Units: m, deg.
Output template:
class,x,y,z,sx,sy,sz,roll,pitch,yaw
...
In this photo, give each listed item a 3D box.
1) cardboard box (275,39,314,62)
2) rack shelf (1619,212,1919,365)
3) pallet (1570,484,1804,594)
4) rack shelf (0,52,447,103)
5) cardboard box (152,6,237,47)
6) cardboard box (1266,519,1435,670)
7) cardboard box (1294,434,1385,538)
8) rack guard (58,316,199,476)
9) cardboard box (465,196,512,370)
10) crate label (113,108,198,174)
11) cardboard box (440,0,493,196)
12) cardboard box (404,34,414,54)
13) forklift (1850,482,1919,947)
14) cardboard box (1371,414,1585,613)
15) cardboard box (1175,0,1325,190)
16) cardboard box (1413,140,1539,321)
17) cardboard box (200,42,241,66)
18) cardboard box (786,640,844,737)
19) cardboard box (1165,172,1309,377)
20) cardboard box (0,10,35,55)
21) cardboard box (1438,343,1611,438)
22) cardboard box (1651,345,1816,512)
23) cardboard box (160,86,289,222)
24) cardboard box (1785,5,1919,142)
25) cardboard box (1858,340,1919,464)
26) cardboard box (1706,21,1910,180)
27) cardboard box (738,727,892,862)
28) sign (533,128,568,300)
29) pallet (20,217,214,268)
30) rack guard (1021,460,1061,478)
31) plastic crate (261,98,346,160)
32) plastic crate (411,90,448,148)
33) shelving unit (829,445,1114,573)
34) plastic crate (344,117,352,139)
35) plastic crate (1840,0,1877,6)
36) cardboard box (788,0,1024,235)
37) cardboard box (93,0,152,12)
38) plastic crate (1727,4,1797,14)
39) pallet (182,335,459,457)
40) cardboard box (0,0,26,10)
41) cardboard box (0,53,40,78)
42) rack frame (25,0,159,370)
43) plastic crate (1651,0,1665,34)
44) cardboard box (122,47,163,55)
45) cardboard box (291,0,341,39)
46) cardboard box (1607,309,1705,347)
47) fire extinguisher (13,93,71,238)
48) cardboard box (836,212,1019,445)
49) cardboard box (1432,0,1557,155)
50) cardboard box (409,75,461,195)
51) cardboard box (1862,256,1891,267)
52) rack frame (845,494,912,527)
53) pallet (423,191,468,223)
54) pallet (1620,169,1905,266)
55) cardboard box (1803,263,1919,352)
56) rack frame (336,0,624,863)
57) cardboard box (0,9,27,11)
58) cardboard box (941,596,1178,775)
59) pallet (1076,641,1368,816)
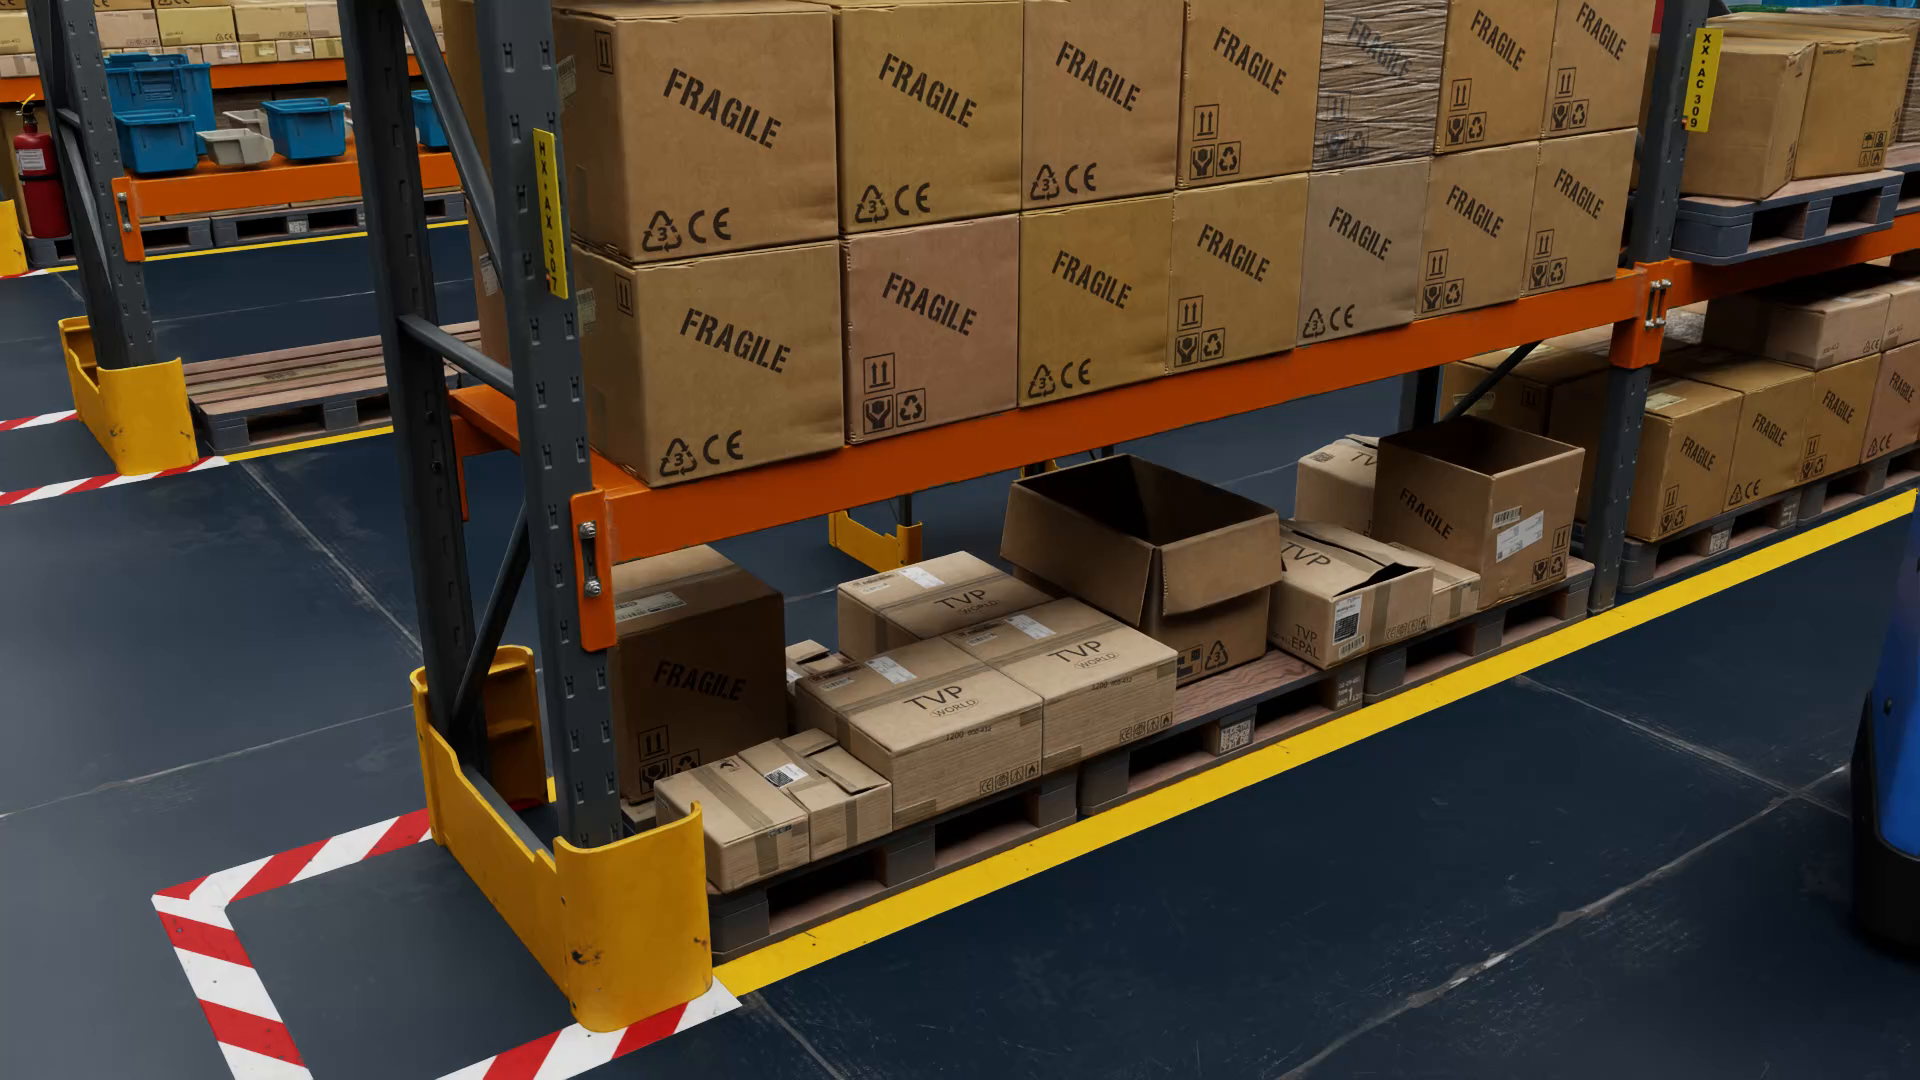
class,x,y,z,sx,sy,sz,roll,pitch,yaw
cardboard box,-4.973,-3.640,12.309,0.250,0.149,0.380,-14,26,-32
rack shelf,3.740,-1.372,7.257,4.000,0.370,1.077,-15,26,-33
pallet,2.754,-0.165,7.025,1.213,0.211,1.003,-15,26,-33
rack shelf,-5.290,-3.487,12.558,4.000,0.370,1.077,-15,26,-33
cardboard box,-5.538,-3.701,11.926,0.500,0.250,0.500,-16,27,-35
cardboard box,1.211,0.143,5.526,0.500,0.311,0.500,-15,26,-33
cardboard box,1.649,-0.203,6.391,0.500,0.311,0.500,-15,26,-33
rack guard,-4.033,-0.728,8.046,0.348,0.500,1.175,-15,26,-33
cardboard box,-0.926,-0.632,4.299,0.500,0.500,0.500,-14,26,-31
crate label,-3.628,-1.803,7.511,0.303,0.233,0.416,-15,26,-33
cardboard box,-0.930,-1.097,4.114,0.500,0.500,0.500,-15,26,-33
cardboard box,-4.349,-3.806,12.725,0.250,0.149,0.380,-14,26,-32
forklift,3.862,-0.232,3.523,3.031,2.935,1.130,10,24,24
cardboard box,1.819,-0.107,5.898,0.500,0.500,0.500,-15,26,-33
cardboard box,0.624,-1.267,4.540,0.500,0.500,0.500,-15,26,-33
cardboard box,1.443,-1.022,5.275,0.500,0.500,0.500,-14,26,-31
cardboard box,-5.390,-3.528,12.029,0.250,0.149,0.380,-15,26,-33
cardboard box,-0.452,0.452,4.945,0.250,0.166,0.380,-15,26,-33
cardboard box,0.615,-0.799,4.716,0.500,0.500,0.500,-15,26,-32
cardboard box,-6.366,-3.479,11.369,0.500,0.250,0.500,-16,27,-34
cardboard box,2.349,-0.509,6.904,0.500,0.500,0.500,-15,26,-33
cardboard box,3.078,-0.466,6.797,0.500,0.500,0.500,-14,26,-32
cardboard box,-5.702,-2.956,12.557,0.875,0.875,0.875,-15,26,-33
cardboard box,4.064,-2.069,7.333,0.500,0.500,0.700,-10,24,-23
cardboard box,3.898,-0.682,7.336,0.500,0.500,0.500,-16,27,-35
cardboard box,3.152,-1.717,6.452,0.500,0.500,0.700,-10,24,-25
cardboard box,-0.387,0.663,4.416,0.250,0.166,0.380,-15,26,-33
sign,-0.814,-0.646,3.300,0.005,0.325,0.100,-15,26,-33
pallet,-6.310,-2.290,12.349,1.213,0.211,1.003,-15,26,-33
rack guard,0.466,-0.240,7.162,0.087,0.250,0.587,-15,26,-33
plastic crate,-3.094,-1.945,7.868,0.300,0.233,0.416,-15,26,-33
plastic crate,-2.559,-2.088,8.225,0.300,0.233,0.416,-15,26,-33
shelving unit,0.062,-0.713,6.660,1.083,1.500,0.587,-15,26,-33
plastic crate,-3.221,-2.093,8.368,0.243,0.136,0.396,-15,26,-33
plastic crate,8.205,-4.955,15.467,0.408,0.251,0.499,-15,26,-33
cardboard box,-0.197,-1.050,3.996,0.500,0.500,0.500,-15,26,-32
cardboard box,-5.960,-3.936,11.501,0.500,0.500,0.500,-16,27,-34
plastic crate,6.987,-4.606,14.677,0.662,0.188,0.450,-15,26,-33
pallet,-3.329,-0.770,8.540,1.213,0.211,1.003,-15,26,-33
cardboard box,-6.671,-3.989,11.636,0.500,0.500,0.500,-15,26,-32
cardboard box,-6.432,-3.249,11.330,0.250,0.149,0.380,-15,26,-32
rack frame,-4.021,-1.898,7.606,0.127,3.000,1.000,-15,26,-33
plastic crate,5.506,-4.328,13.610,0.583,0.464,0.402,-15,26,-33
cardboard box,-5.806,-3.417,11.752,0.250,0.149,0.380,-15,26,-34
cardboard box,-4.704,-3.925,12.485,0.500,0.250,0.500,-14,26,-32
cardboard box,3.163,-0.722,7.438,0.500,0.500,0.500,-15,26,-32
fire extinguisher,-4.408,-1.793,7.950,0.183,0.674,0.296,-15,26,-33
cardboard box,-0.201,-0.583,4.176,0.500,0.500,0.500,-15,26,-33
cardboard box,1.443,-1.485,5.085,0.500,0.500,0.500,-16,27,-34
cardboard box,-4.249,-3.343,13.528,0.875,0.875,0.875,-15,26,-33
cardboard box,4.827,-1.169,8.559,0.500,0.500,0.500,-14,26,-31
rack frame,-0.343,-0.605,6.389,0.032,1.500,0.500,-15,26,-33
pallet,-4.329,-2.818,13.673,1.213,0.211,1.003,-15,26,-33
pallet,2.829,-1.324,6.426,1.213,0.211,1.003,-15,26,-33
cardboard box,3.870,-1.021,7.175,0.500,0.250,0.500,-16,26,-34
rack frame,-1.131,-0.407,3.869,0.127,3.000,1.000,-15,26,-33
cardboard box,-6.675,-3.641,11.775,0.500,0.250,0.500,-15,26,-34
cardboard box,0.288,0.417,4.921,0.500,0.250,0.500,-15,26,-33
pallet,0.567,0.436,5.518,1.213,0.211,1.003,-15,26,-33
